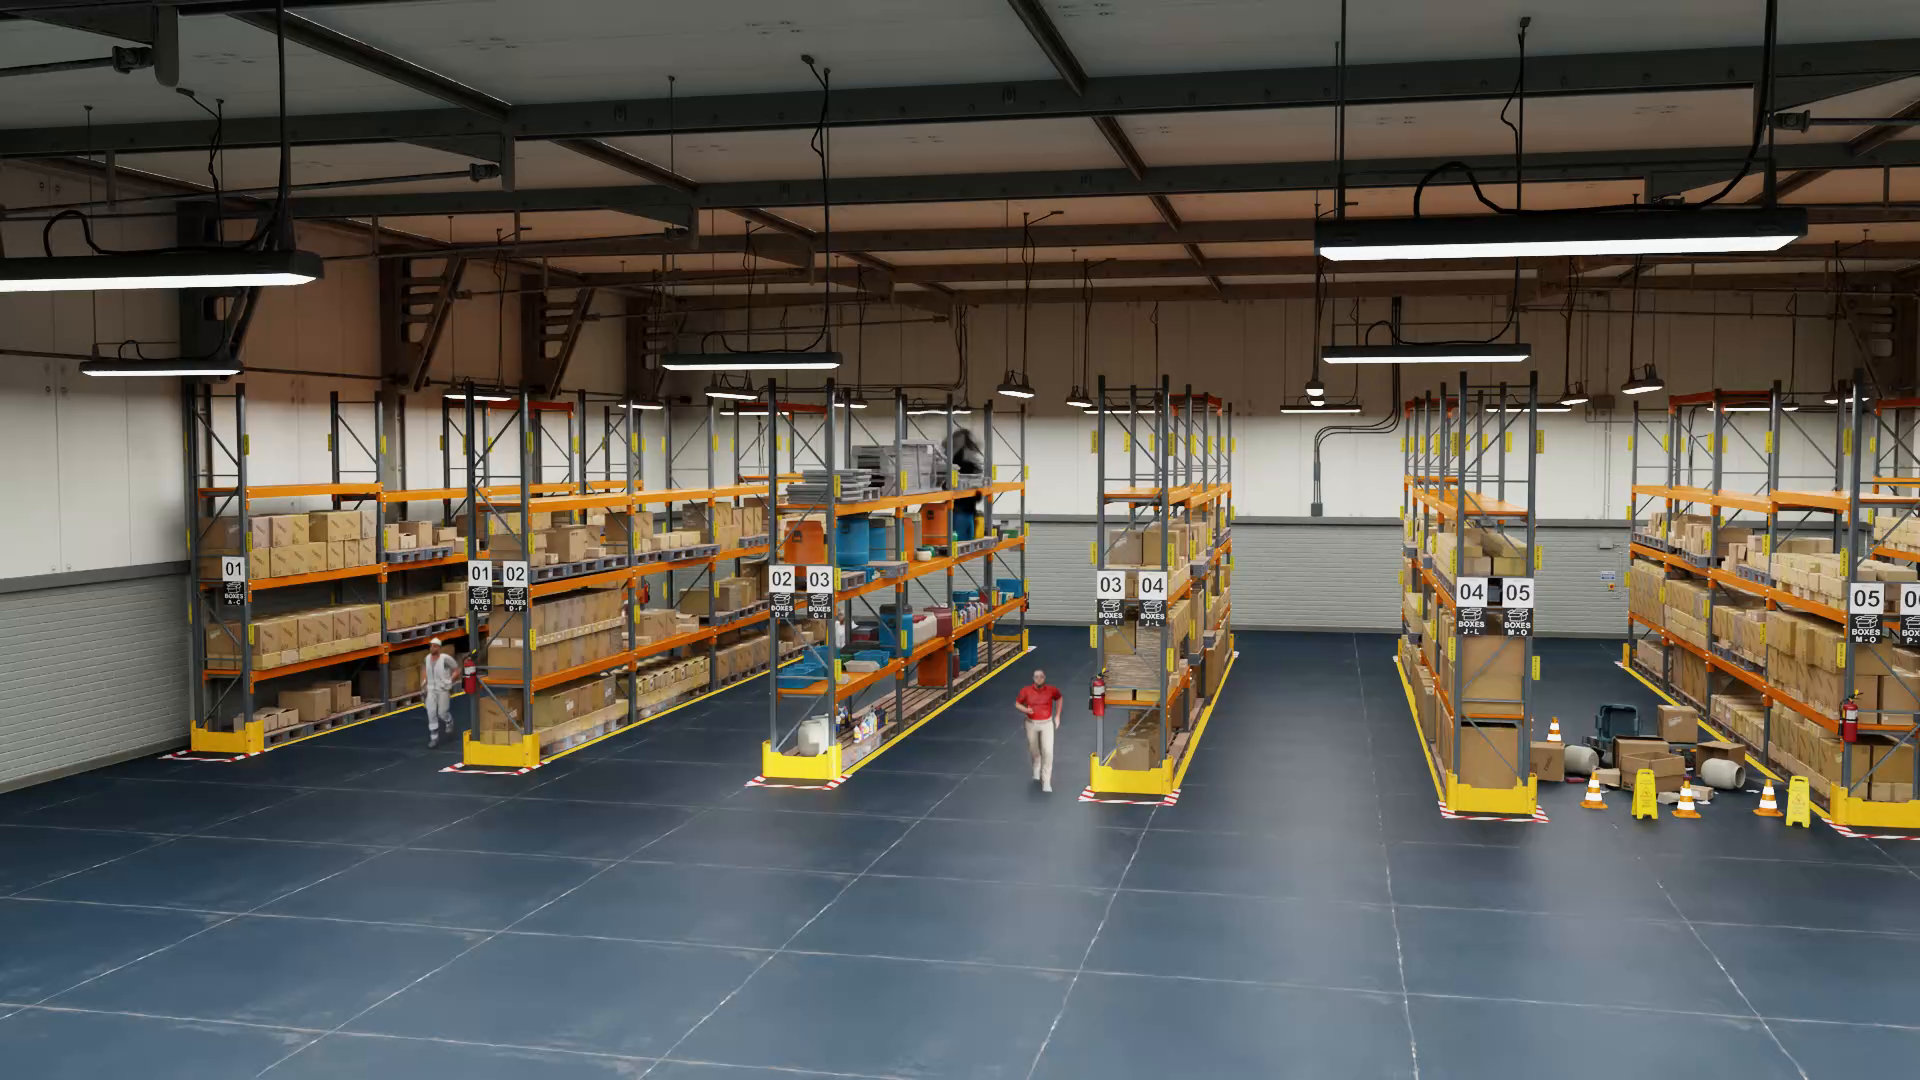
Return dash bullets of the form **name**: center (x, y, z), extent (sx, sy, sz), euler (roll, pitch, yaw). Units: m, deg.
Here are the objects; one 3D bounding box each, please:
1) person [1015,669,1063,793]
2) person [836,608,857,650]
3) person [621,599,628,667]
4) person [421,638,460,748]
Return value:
- **person**: center (1.156, 2.757, 24.356), extent (0.693, 1.757, 0.935), euler (0, 3, 4)
- **person**: center (-2.299, 2.235, 33.247), extent (0.670, 1.784, 0.834), euler (1, 3, 15)
- **person**: center (-7.062, 2.119, 35.313), extent (0.695, 1.720, 0.594), euler (0, 3, 7)
- **person**: center (-8.681, 2.528, 27.829), extent (0.679, 1.803, 0.798), euler (1, 3, 9)
